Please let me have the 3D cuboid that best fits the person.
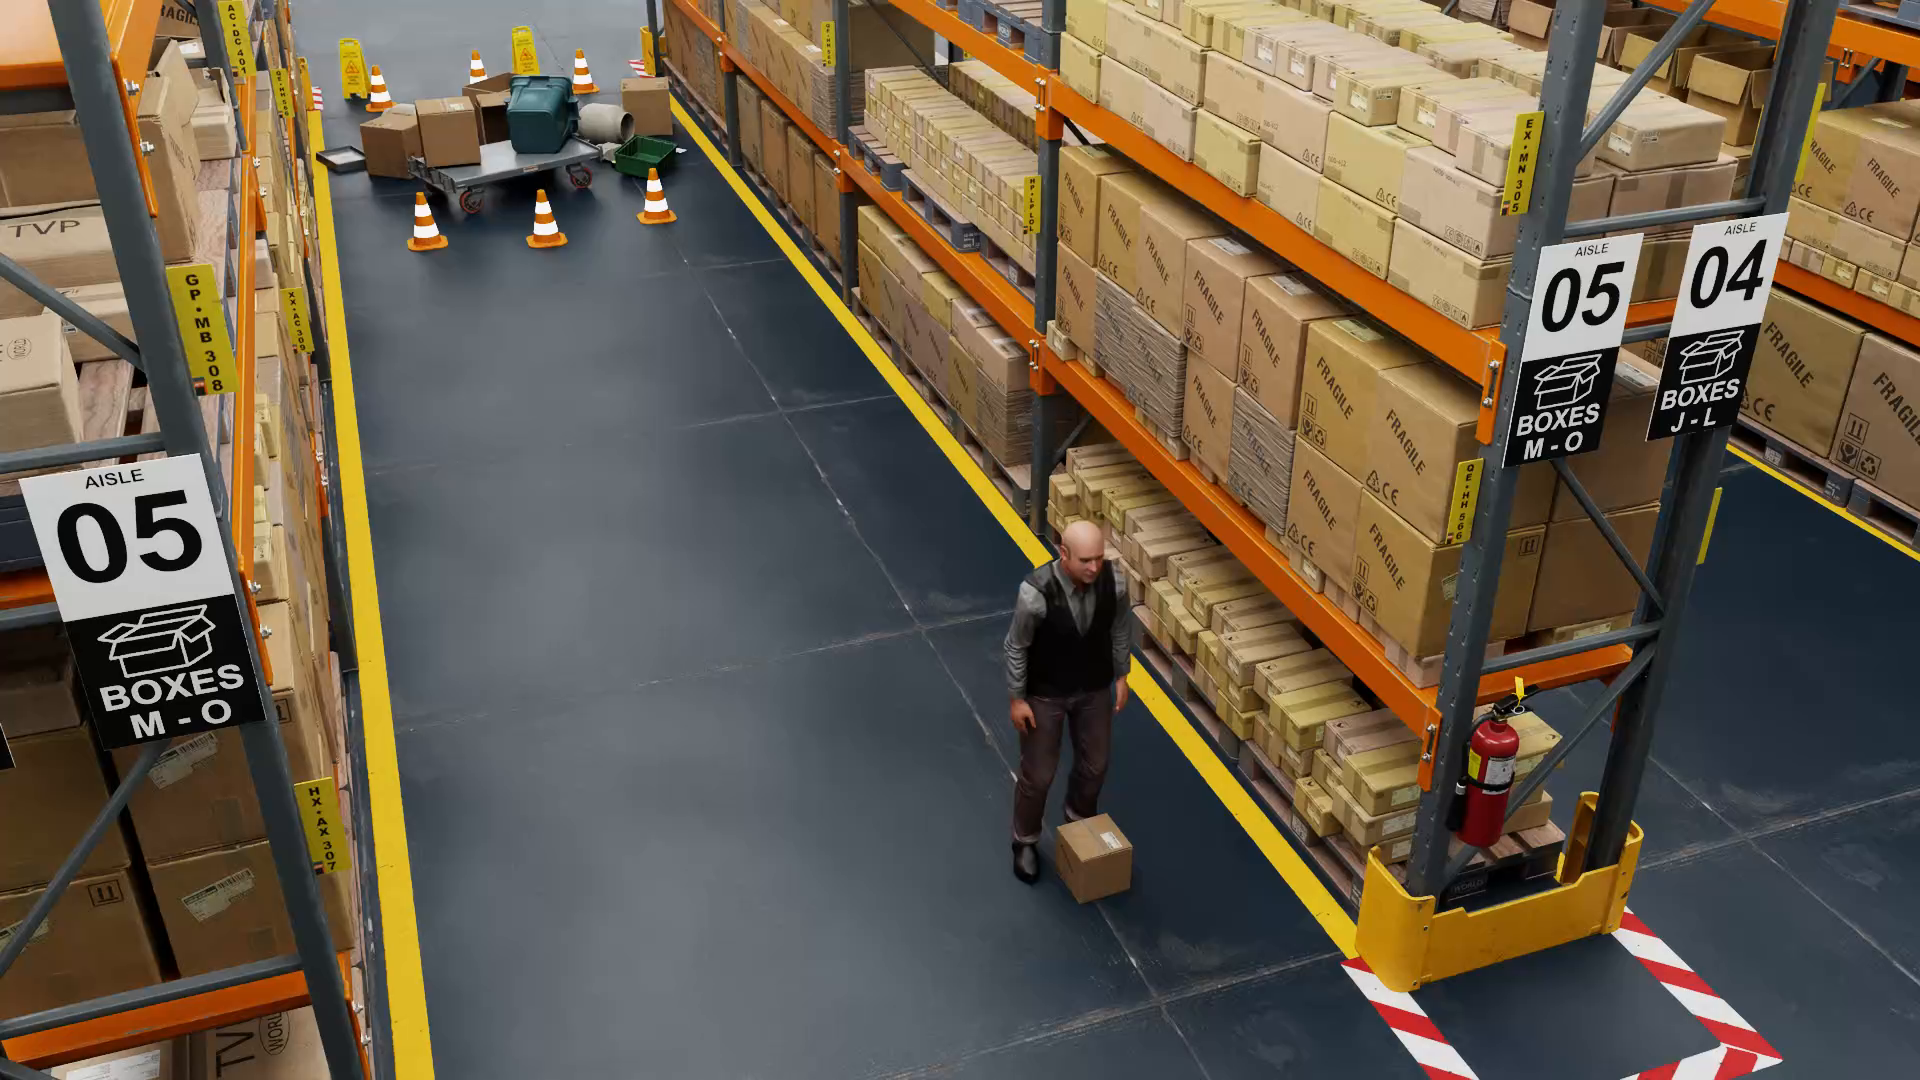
[{"bbox_3d":[0.459,0.650,7.227,0.581,1.721,0.422,-11,31,-18],"label":"person"}]
